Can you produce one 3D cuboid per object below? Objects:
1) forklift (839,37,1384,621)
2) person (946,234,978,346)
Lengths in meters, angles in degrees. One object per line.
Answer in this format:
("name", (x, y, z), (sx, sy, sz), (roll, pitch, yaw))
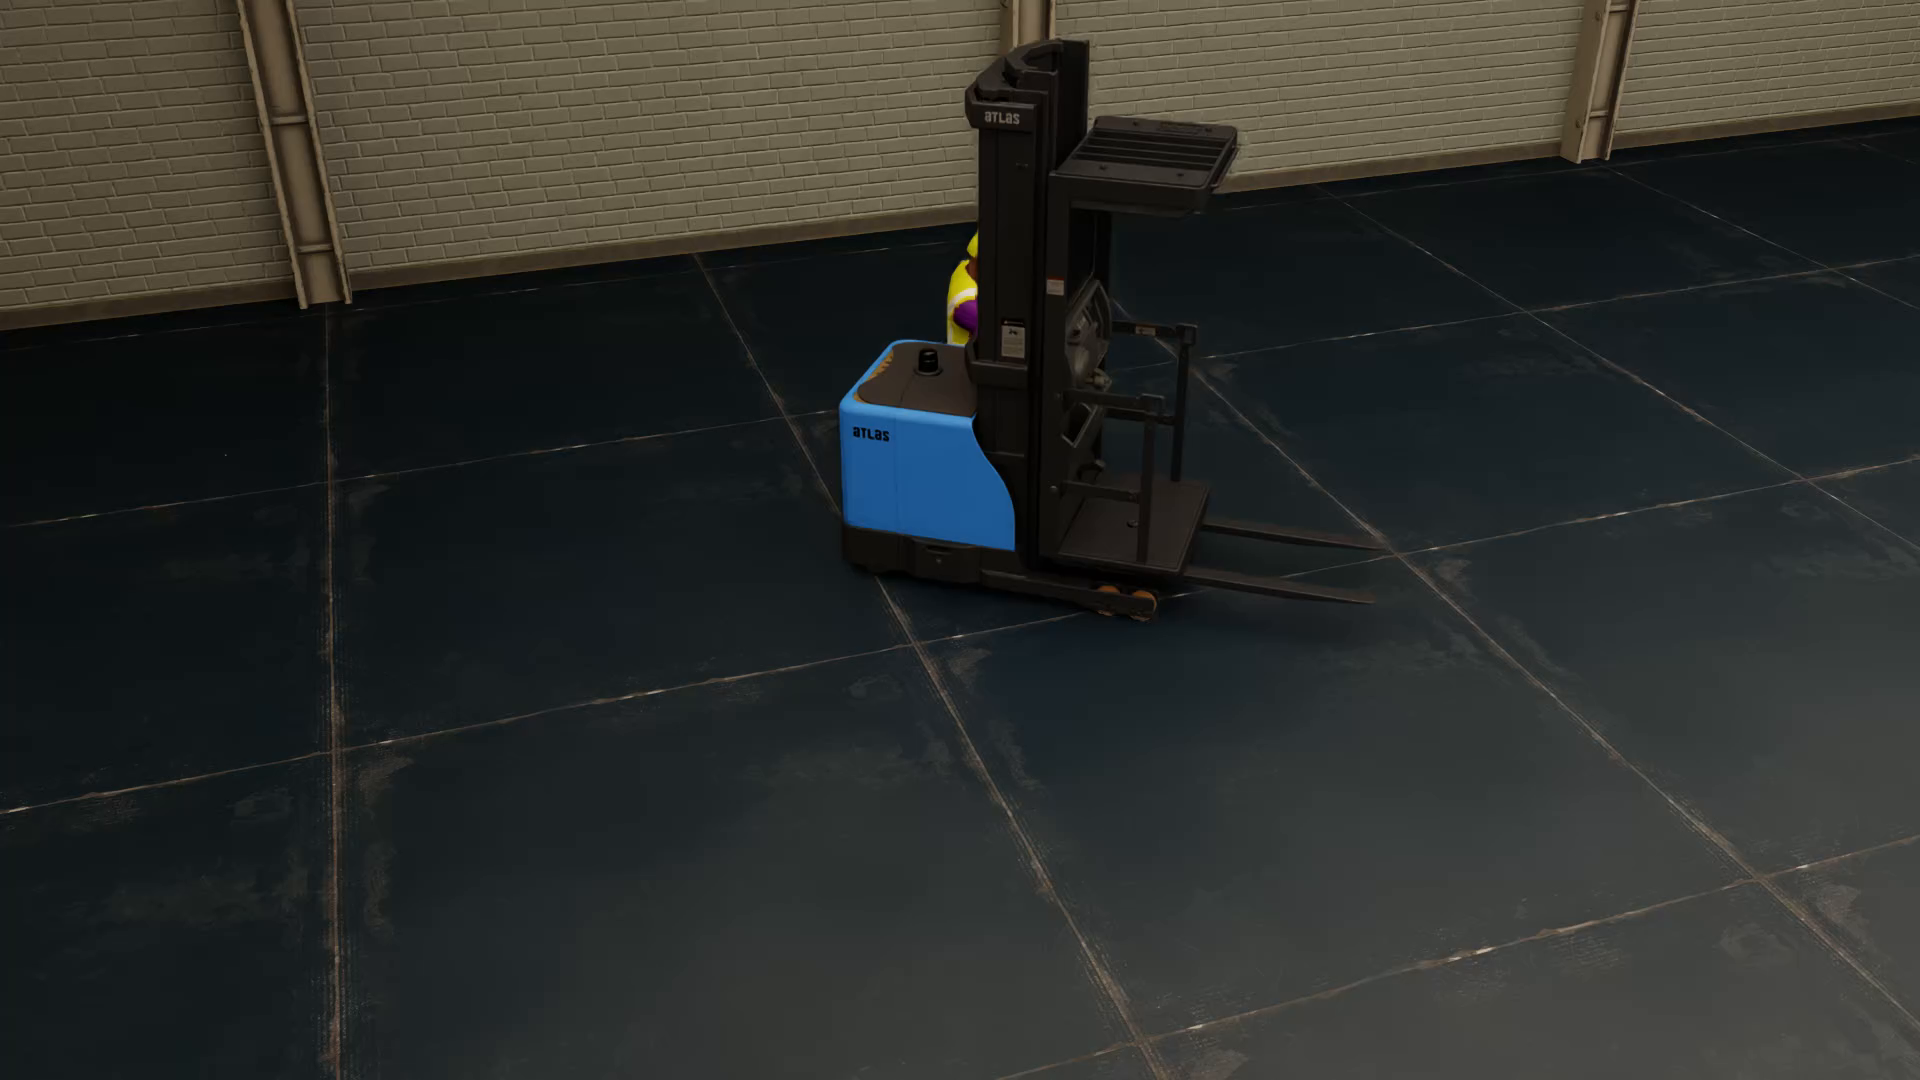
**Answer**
("forklift", (0.887, -1.116, 9.027), (3.031, 2.935, 1.130), (9, 31, 15))
("person", (0.281, -1.225, 10.520), (0.733, 1.556, 0.864), (2, 30, 3))
